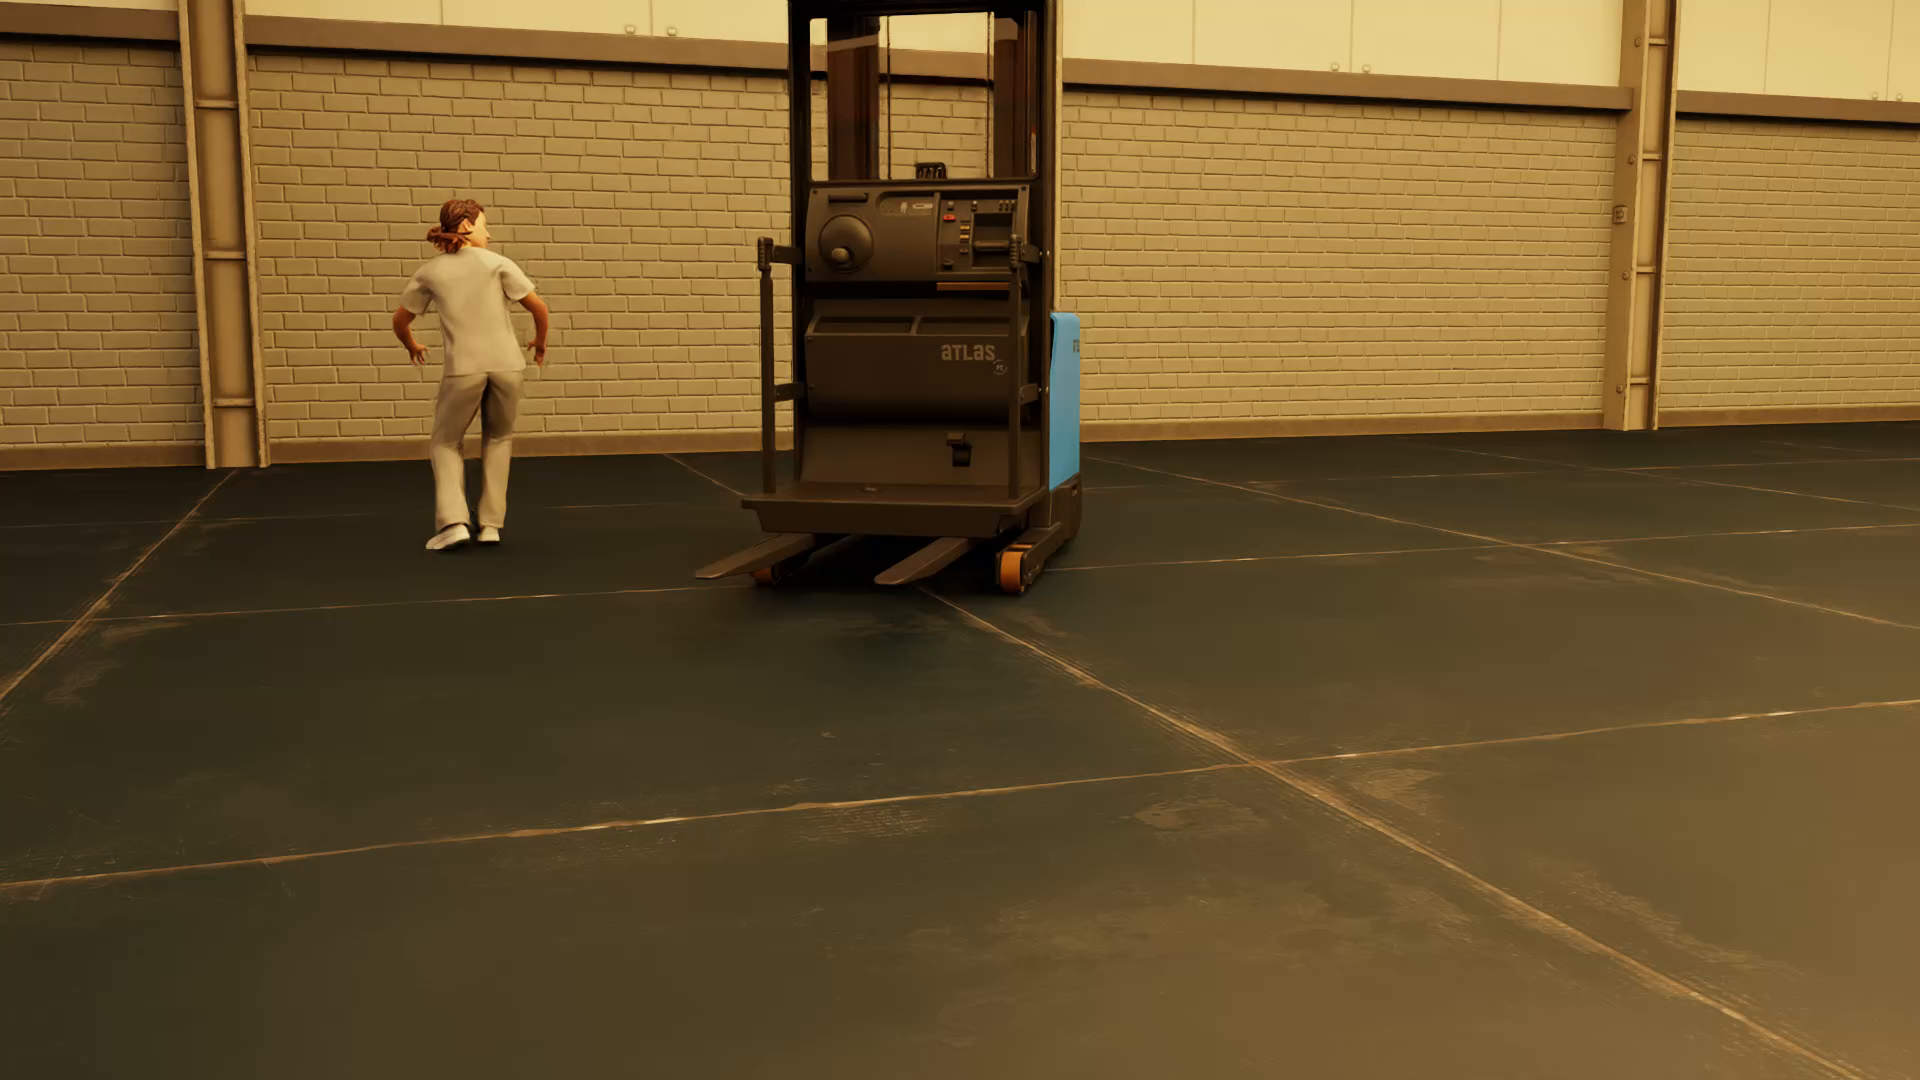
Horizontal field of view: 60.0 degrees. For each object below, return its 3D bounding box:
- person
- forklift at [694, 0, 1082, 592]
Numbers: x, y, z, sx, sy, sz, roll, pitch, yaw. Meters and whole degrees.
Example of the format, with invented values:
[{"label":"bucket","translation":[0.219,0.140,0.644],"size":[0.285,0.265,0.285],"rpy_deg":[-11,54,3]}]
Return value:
[{"label":"person","translation":[-2.257,-0.761,7.699],"size":[0.682,1.600,0.622],"rpy_deg":[-3,8,-20]},{"label":"forklift","translation":[-0.219,-1.302,6.620],"size":[1.130,2.935,3.031],"rpy_deg":[2,8,12]}]
